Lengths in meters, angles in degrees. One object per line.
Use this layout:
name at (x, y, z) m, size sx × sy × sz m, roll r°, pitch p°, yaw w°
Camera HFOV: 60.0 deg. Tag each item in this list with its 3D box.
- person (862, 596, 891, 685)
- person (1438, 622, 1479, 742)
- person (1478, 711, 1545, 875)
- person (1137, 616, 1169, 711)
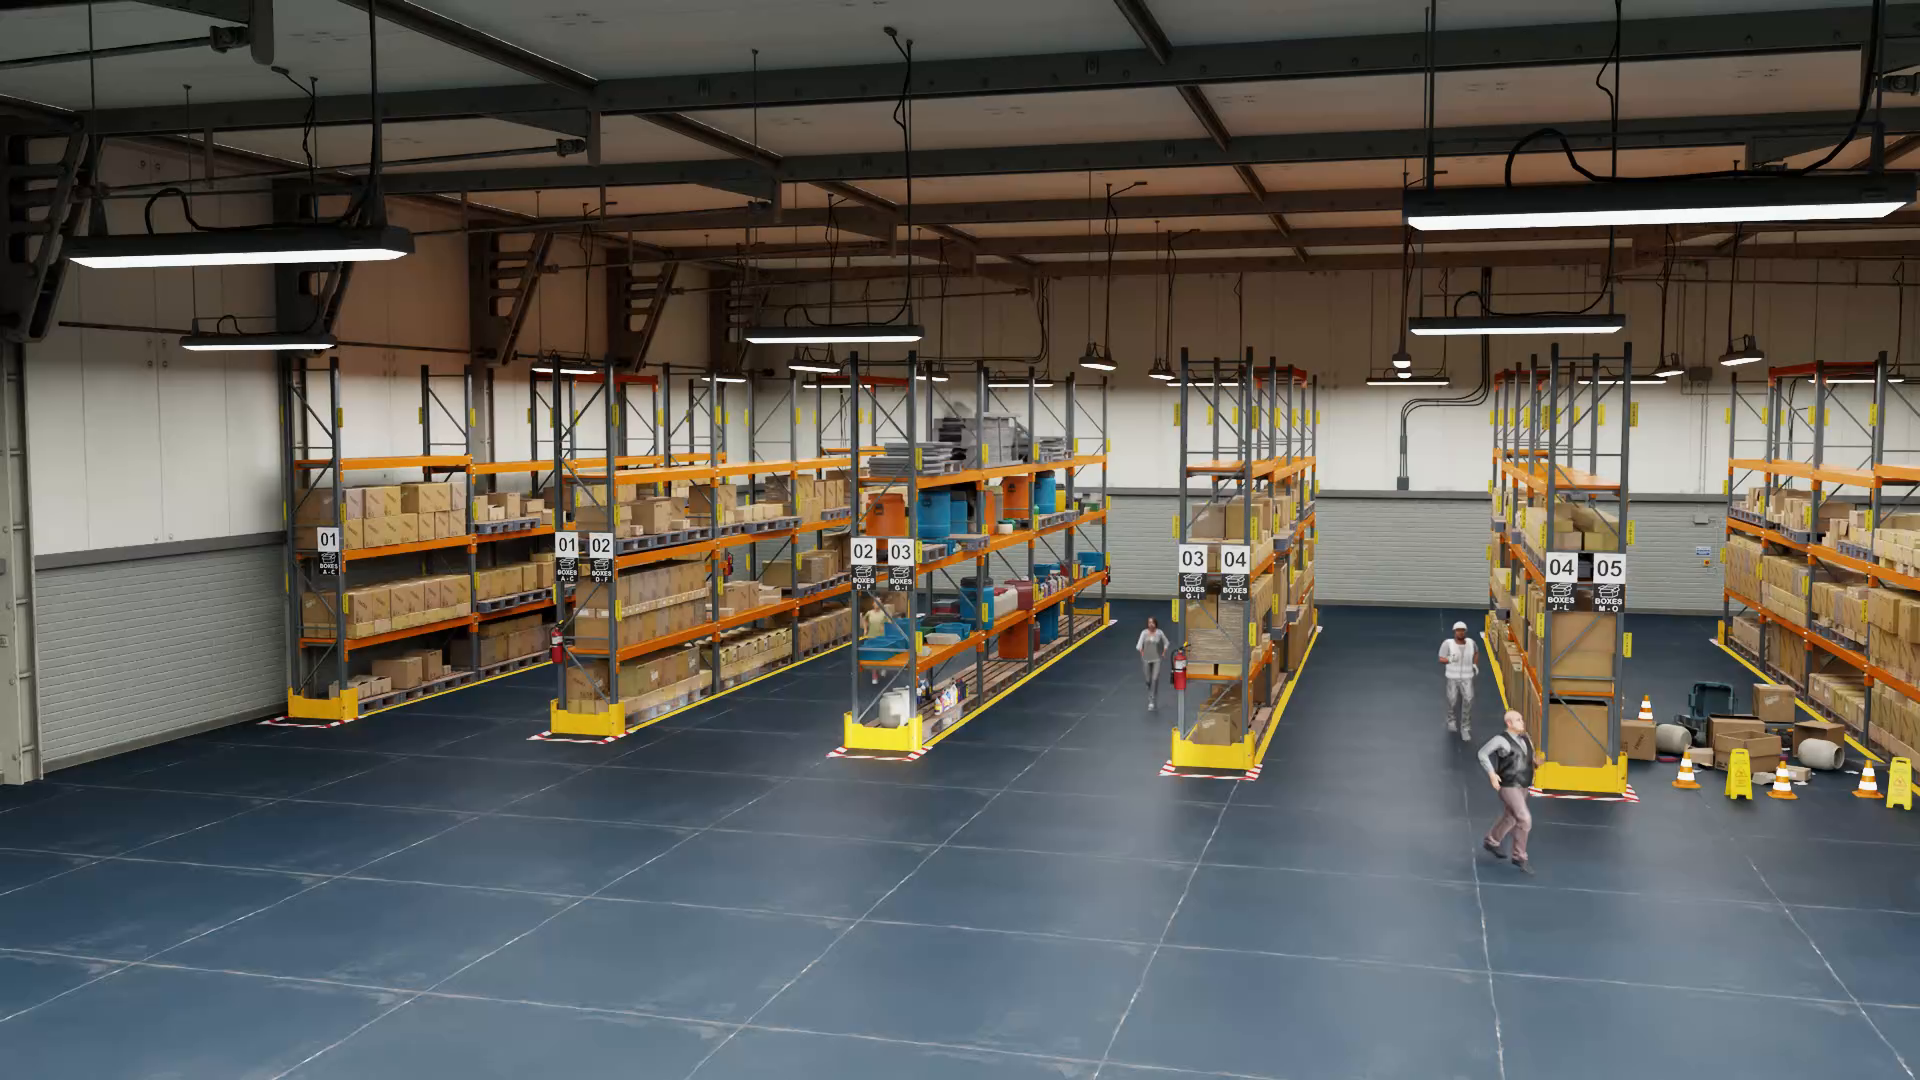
person at (-1.568, 1.878, 31.401) m, size 0.589 × 1.635 × 0.802 m, roll 0°, pitch 4°, yaw 5°
person at (7.809, 2.191, 26.019) m, size 0.657 × 1.835 × 0.763 m, roll 1°, pitch 4°, yaw 8°
person at (6.140, 2.785, 18.497) m, size 0.630 × 1.778 × 0.776 m, roll -3°, pitch 5°, yaw -40°
person at (3.336, 2.112, 28.791) m, size 0.549 × 1.595 × 0.770 m, roll 1°, pitch 4°, yaw 12°
